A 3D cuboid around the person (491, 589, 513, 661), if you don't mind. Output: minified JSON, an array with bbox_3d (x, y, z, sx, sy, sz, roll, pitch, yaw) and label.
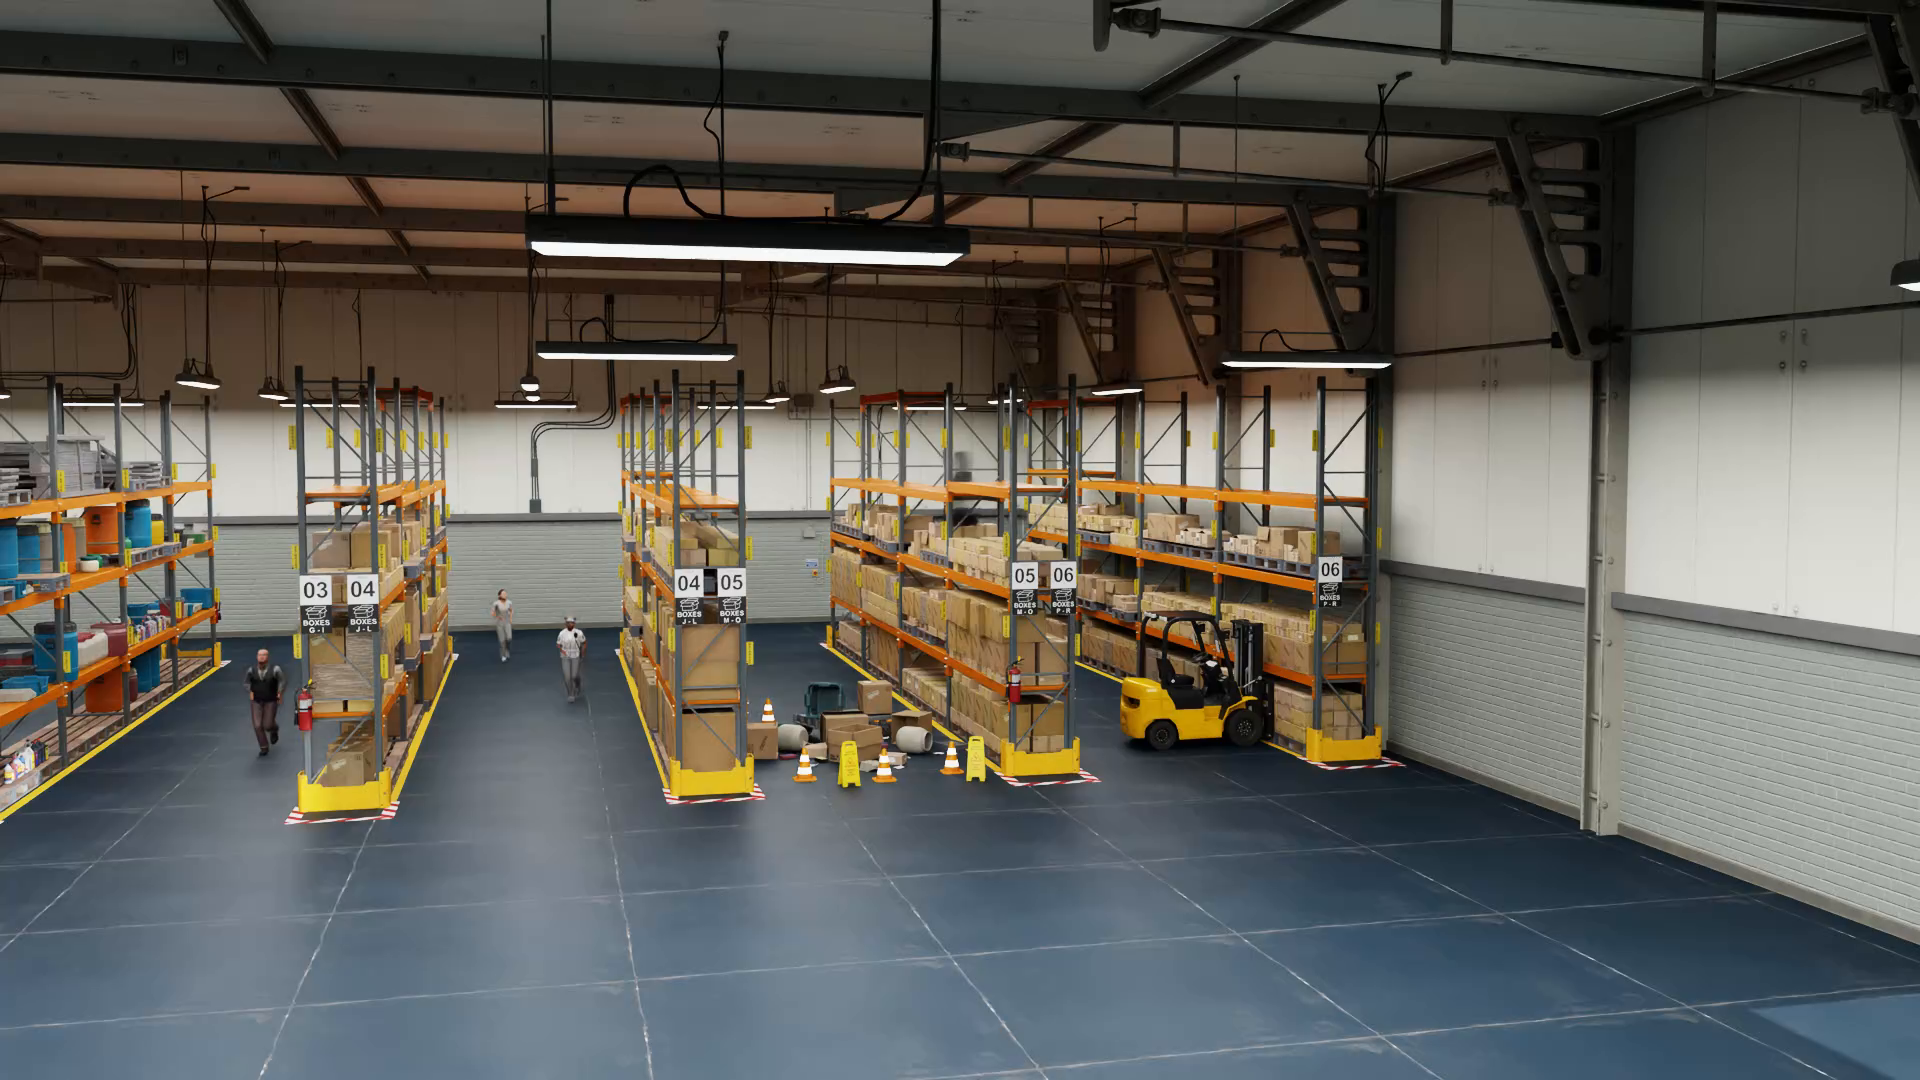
[{"bbox_3d":[-10.349,1.933,37.701,0.547,1.639,0.558,-2,4,-30],"label":"person"}]

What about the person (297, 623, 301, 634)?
[{"bbox_3d":[-13.358,2.149,34.295,0.565,1.553,0.743,-1,4,-16],"label":"person"}]

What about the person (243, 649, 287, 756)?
[{"bbox_3d":[-11.119,2.586,26.582,0.661,1.682,0.585,-1,3,-12],"label":"person"}]

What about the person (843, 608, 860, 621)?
[{"bbox_3d":[-2.760,1.609,43.313,0.549,1.619,0.616,-2,4,-36],"label":"person"}]

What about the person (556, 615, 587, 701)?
[{"bbox_3d":[-7.473,2.272,31.964,0.569,1.661,0.529,0,3,-7],"label":"person"}]
